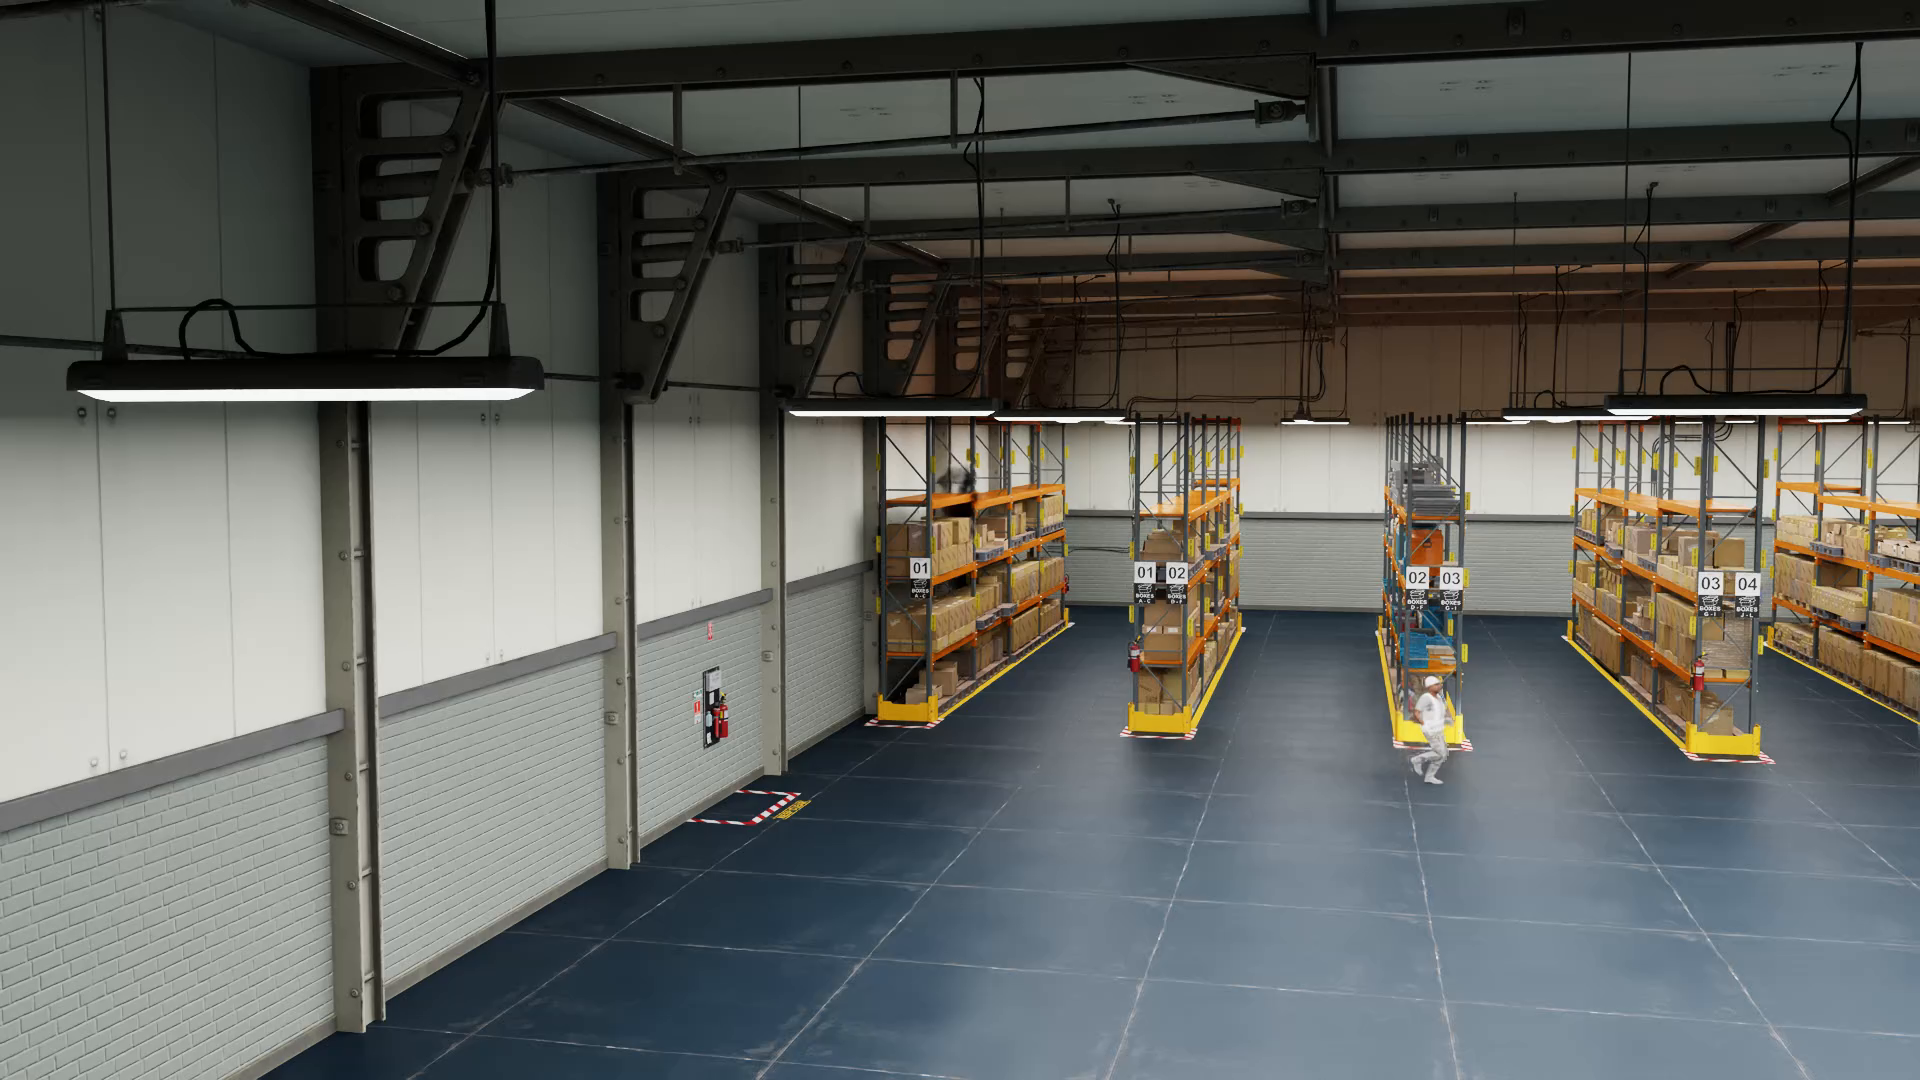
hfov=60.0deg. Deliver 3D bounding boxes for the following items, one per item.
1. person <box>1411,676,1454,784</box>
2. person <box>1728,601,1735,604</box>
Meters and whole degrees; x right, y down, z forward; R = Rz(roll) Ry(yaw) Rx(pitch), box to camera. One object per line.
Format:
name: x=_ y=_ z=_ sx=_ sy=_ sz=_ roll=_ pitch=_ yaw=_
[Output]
person: x=7.589 y=3.053 z=26.717 sx=0.600 sy=1.737 sz=0.686 roll=3 pitch=5 yaw=38
person: x=19.931 y=1.999 z=43.371 sx=0.621 sy=1.582 sz=0.601 roll=2 pitch=4 yaw=29
